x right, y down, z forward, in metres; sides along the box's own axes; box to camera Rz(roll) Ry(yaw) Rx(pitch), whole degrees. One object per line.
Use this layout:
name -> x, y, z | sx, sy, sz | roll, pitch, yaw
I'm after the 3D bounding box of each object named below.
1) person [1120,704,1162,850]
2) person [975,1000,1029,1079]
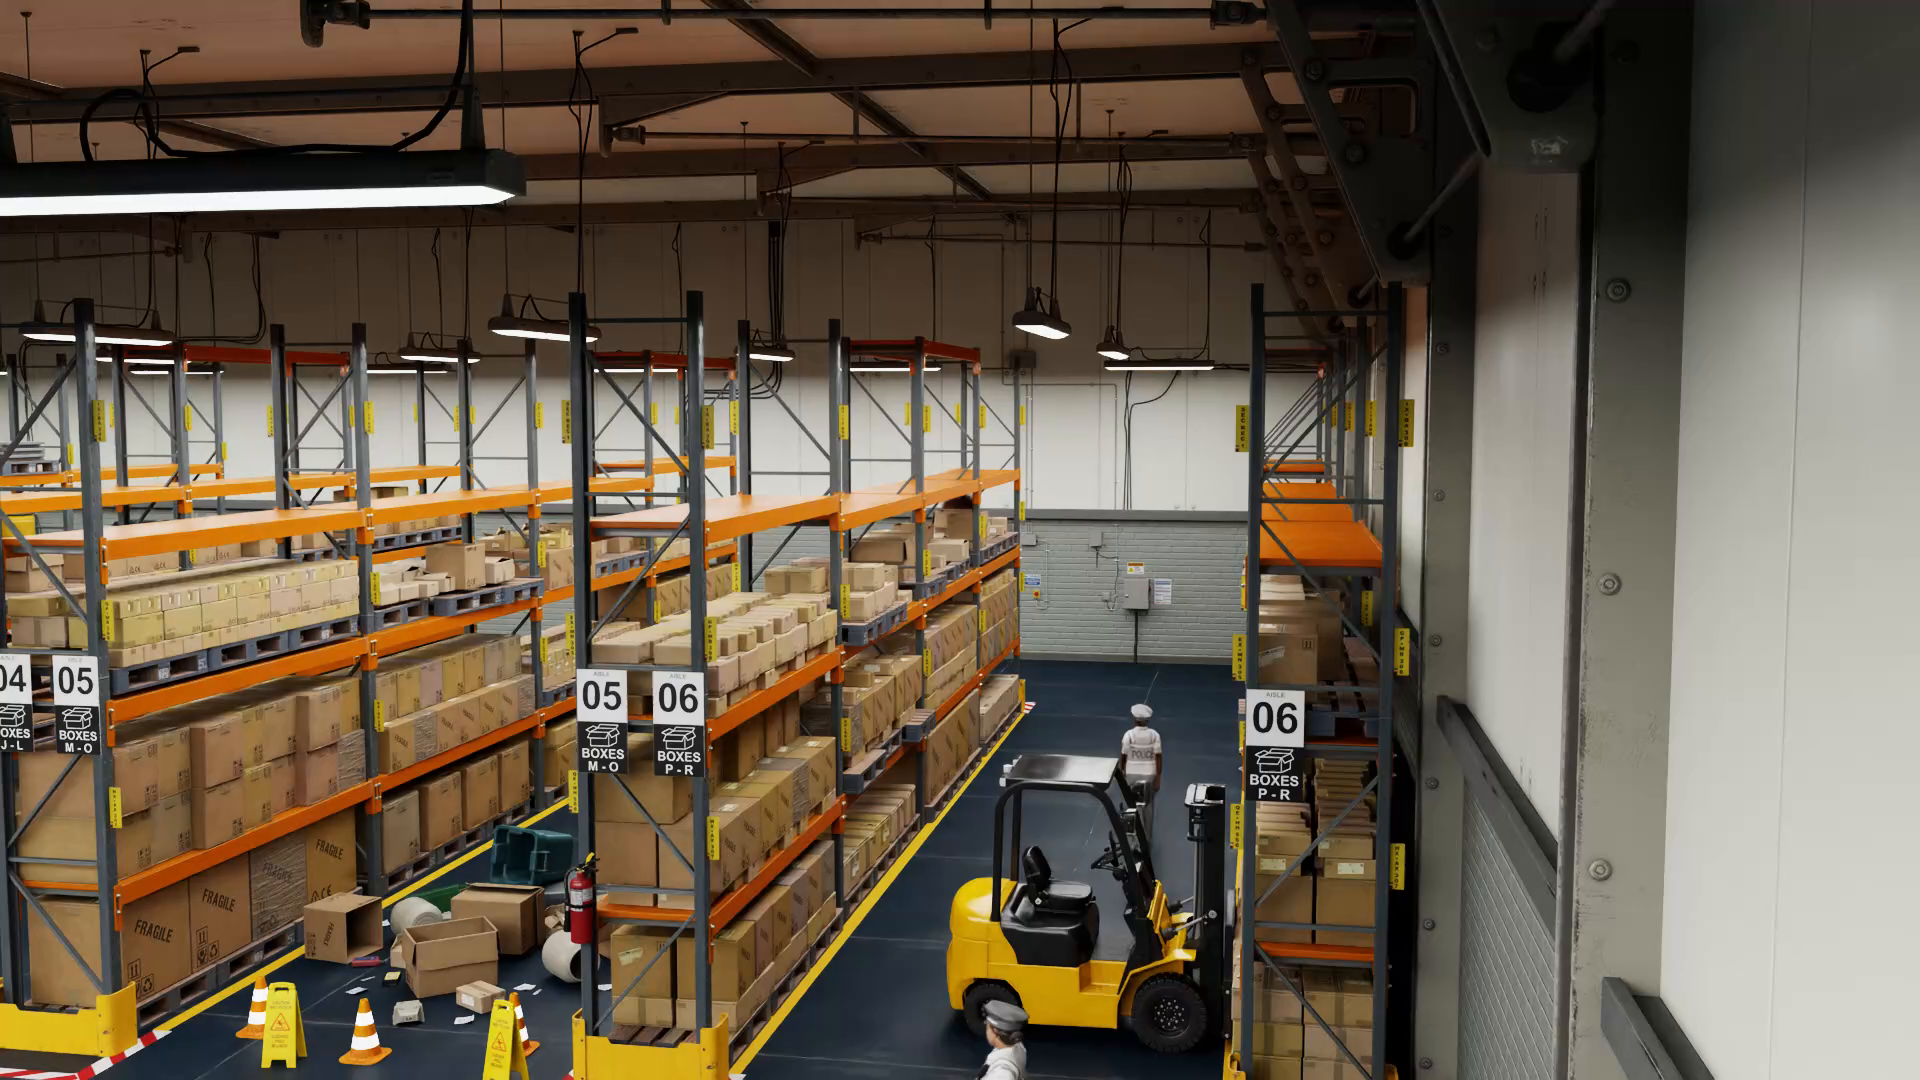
person -> 2.104, 2.759, 19.405 | 0.481, 1.712, 0.733 | 0, 5, -2
person -> 0.266, 3.541, 9.755 | 0.394, 1.693, 0.509 | 0, 5, 6
